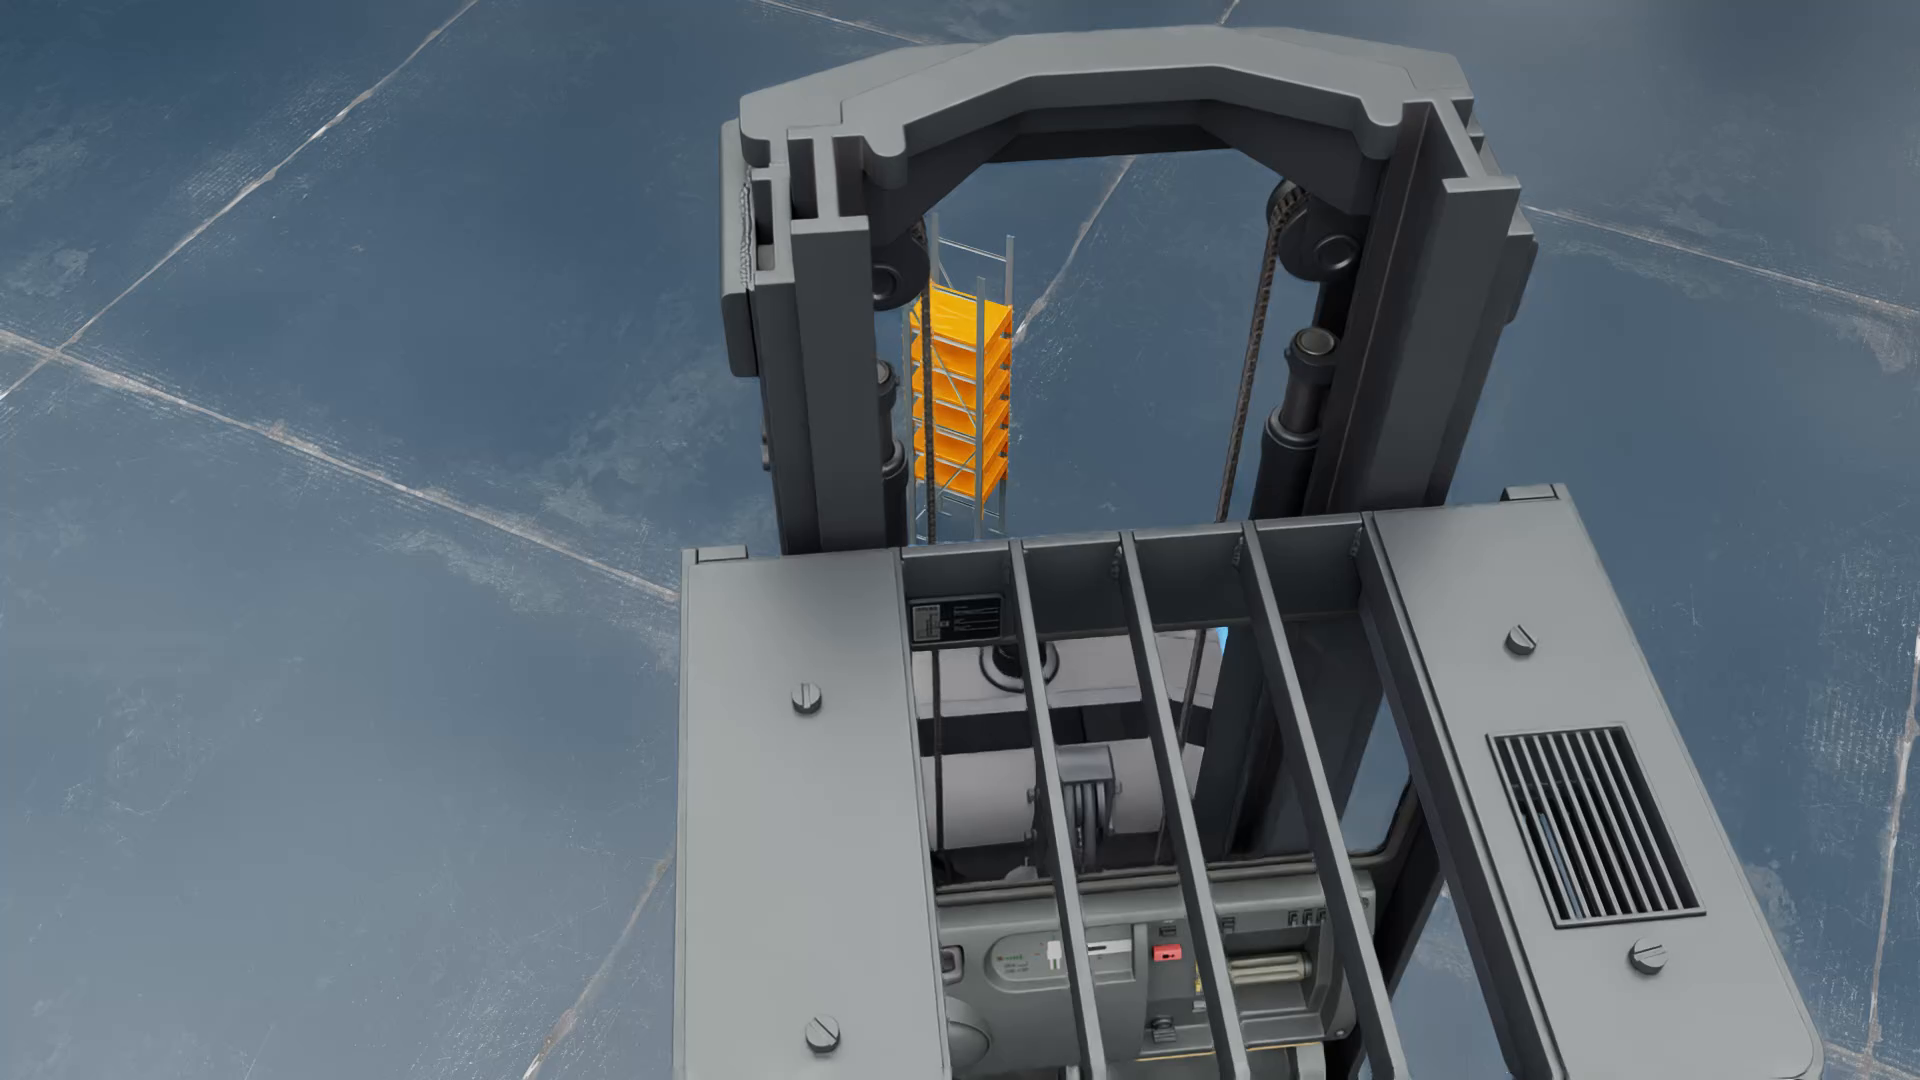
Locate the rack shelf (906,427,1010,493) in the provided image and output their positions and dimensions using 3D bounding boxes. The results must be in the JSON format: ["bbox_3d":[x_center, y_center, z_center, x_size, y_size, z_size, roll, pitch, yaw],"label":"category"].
[{"bbox_3d":[-0.006,-0.272,4.910,0.258,0.103,0.180,20,52,16],"label":"rack shelf"}]

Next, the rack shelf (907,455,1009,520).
[{"bbox_3d":[-0.006,-0.195,5.001,0.258,0.103,0.180,20,52,16],"label":"rack shelf"}]

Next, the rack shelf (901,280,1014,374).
[{"bbox_3d":[-0.006,-0.583,4.544,0.258,0.103,0.180,20,52,16],"label":"rack shelf"}]

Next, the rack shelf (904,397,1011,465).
[{"bbox_3d":[-0.006,-0.350,4.818,0.258,0.103,0.180,20,52,16],"label":"rack shelf"}]

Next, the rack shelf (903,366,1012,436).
[{"bbox_3d":[-0.006,-0.428,4.727,0.258,0.103,0.180,20,52,16],"label":"rack shelf"}]

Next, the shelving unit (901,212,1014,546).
[{"bbox_3d":[-0.006,-0.379,4.785,0.258,1.200,0.189,20,52,16],"label":"shelving unit"}]

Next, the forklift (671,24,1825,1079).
[{"bbox_3d":[0.237,0.867,2.588,1.130,2.935,3.031,-4,50,-4],"label":"forklift"}]

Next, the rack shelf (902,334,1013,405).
[{"bbox_3d":[-0.006,-0.506,4.636,0.258,0.103,0.180,20,52,16],"label":"rack shelf"}]

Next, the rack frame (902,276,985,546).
[{"bbox_3d":[-0.045,-0.316,4.731,0.240,1.200,0.006,20,52,16],"label":"rack frame"}]

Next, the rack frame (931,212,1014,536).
[{"bbox_3d":[0.033,-0.442,4.838,0.240,1.200,0.006,20,52,16],"label":"rack frame"}]
